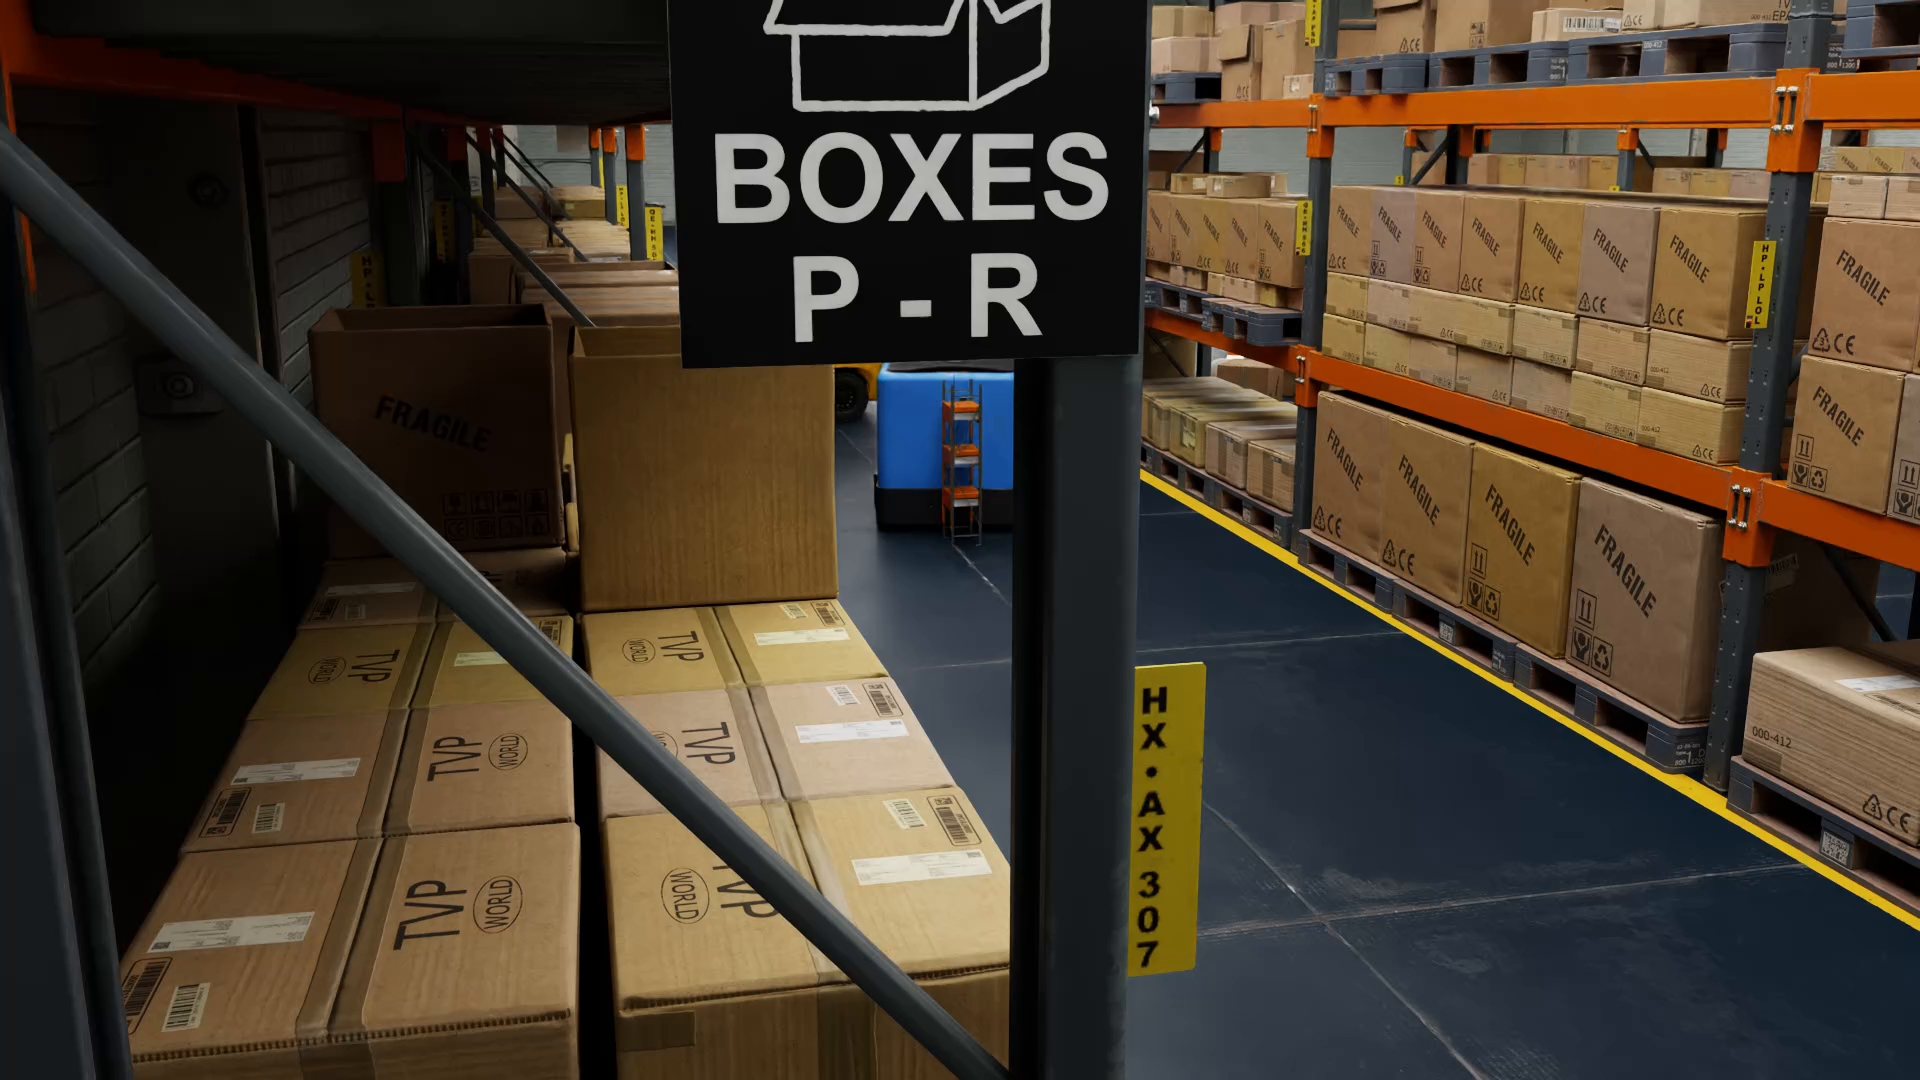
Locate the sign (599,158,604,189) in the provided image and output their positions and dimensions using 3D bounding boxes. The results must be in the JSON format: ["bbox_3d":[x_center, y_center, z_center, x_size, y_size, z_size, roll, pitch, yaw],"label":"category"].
[{"bbox_3d":[-3.565,-3.665,16.671,0.100,0.325,0.005,-3,14,-13],"label":"sign"}]

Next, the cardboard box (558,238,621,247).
[{"bbox_3d":[-2.316,-1.804,10.414,0.380,0.149,0.250,-3,14,-13],"label":"cardboard box"}]

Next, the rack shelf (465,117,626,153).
[{"bbox_3d":[-2.686,-2.684,10.790,1.077,0.370,4.000,-3,14,-13],"label":"rack shelf"}]

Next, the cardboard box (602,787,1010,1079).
[{"bbox_3d":[-0.183,0.539,2.090,0.500,0.250,0.500,-3,14,-13],"label":"cardboard box"}]

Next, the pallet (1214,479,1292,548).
[{"bbox_3d":[2.425,-0.219,11.377,1.003,0.211,1.213,-3,14,-13],"label":"pallet"}]

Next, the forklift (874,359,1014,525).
[{"bbox_3d":[-0.015,-1.817,12.188,1.130,2.935,3.031,0,14,1],"label":"forklift"}]

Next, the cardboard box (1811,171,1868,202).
[{"bbox_3d":[6.936,-2.683,13.272,0.700,0.500,0.500,-3,14,-14],"label":"cardboard box"}]

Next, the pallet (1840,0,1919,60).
[{"bbox_3d":[3.729,-1.695,5.410,1.003,0.211,1.213,-3,14,-13],"label":"pallet"}]

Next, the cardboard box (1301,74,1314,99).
[{"bbox_3d":[2.329,-2.789,10.231,0.380,0.149,0.250,-3,14,-13],"label":"cardboard box"}]

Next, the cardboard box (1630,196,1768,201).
[{"bbox_3d":[3.461,-1.354,7.830,0.500,0.500,0.500,-4,14,-15],"label":"cardboard box"}]

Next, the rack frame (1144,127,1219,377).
[{"bbox_3d":[1.668,-2.316,14.085,1.000,3.000,0.127,-3,14,-13],"label":"rack frame"}]

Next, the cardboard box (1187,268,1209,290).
[{"bbox_3d":[1.861,-1.890,11.989,0.380,0.149,0.250,-4,14,-15],"label":"cardboard box"}]

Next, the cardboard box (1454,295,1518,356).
[{"bbox_3d":[2.818,-1.079,8.288,0.500,0.250,0.500,-3,14,-12],"label":"cardboard box"}]

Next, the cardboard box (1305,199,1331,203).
[{"bbox_3d":[2.597,-2.026,11.179,0.500,0.500,0.500,-3,14,-10],"label":"cardboard box"}]

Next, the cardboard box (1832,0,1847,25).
[{"bbox_3d":[3.769,-2.201,6.693,0.396,0.266,0.258,-3,14,-14],"label":"cardboard box"}]

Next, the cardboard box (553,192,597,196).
[{"bbox_3d":[-3.322,-2.929,14.392,0.380,0.149,0.250,-3,14,-13],"label":"cardboard box"}]

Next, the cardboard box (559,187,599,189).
[{"bbox_3d":[-3.631,-3.284,15.845,0.380,0.149,0.250,-3,14,-12],"label":"cardboard box"}]

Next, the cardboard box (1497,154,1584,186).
[{"bbox_3d":[6.035,-3.674,17.053,0.875,0.550,0.500,-3,14,-13],"label":"cardboard box"}]

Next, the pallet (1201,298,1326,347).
[{"bbox_3d":[2.336,-1.458,10.979,1.213,0.211,1.003,-3,14,-13],"label":"pallet"}]

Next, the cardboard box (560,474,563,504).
[{"bbox_3d":[-1.299,-0.020,4.376,0.500,0.250,0.500,-3,14,-14],"label":"cardboard box"}]

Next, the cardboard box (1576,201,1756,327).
[{"bbox_3d":[3.069,-1.212,7.252,0.500,0.500,0.500,-3,14,-12],"label":"cardboard box"}]

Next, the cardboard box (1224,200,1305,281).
[{"bbox_3d":[2.098,-1.998,11.062,0.500,0.500,0.500,-4,14,-14],"label":"cardboard box"}]

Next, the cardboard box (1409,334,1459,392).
[{"bbox_3d":[2.733,-0.954,8.829,0.500,0.250,0.500,-3,14,-11],"label":"cardboard box"}]

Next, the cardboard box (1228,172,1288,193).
[{"bbox_3d":[2.257,-2.714,12.625,0.380,0.149,0.250,-4,14,-16],"label":"cardboard box"}]

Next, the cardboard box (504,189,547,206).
[{"bbox_3d":[-3.990,-3.140,15.255,0.380,0.149,0.250,-3,14,-11],"label":"cardboard box"}]

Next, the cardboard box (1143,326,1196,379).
[{"bbox_3d":[1.792,-1.699,14.891,0.500,0.500,0.500,-3,14,-11],"label":"cardboard box"}]

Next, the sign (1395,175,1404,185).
[{"bbox_3d":[4.975,-3.967,18.854,0.100,0.325,0.005,-3,14,-13],"label":"sign"}]

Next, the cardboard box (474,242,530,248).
[{"bbox_3d":[-2.787,-1.713,10.040,0.380,0.149,0.250,-4,14,-14],"label":"cardboard box"}]

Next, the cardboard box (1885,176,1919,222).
[{"bbox_3d":[3.444,-1.174,5.728,0.380,0.149,0.250,-3,14,-12],"label":"cardboard box"}]

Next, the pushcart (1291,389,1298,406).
[{"bbox_3d":[3.872,-1.180,14.963,1.648,0.377,0.936,-9,16,-33],"label":"pushcart"}]

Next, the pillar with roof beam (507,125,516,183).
[{"bbox_3d":[-6.260,-11.441,38.795,9.100,9.000,0.400,-3,14,-13],"label":"pillar with roof beam"}]

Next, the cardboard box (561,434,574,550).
[{"bbox_3d":[-0.921,-0.160,4.952,0.500,0.250,0.500,-3,14,-12],"label":"cardboard box"}]

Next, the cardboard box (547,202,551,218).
[{"bbox_3d":[-4.148,-3.178,16.039,0.380,0.149,0.250,-3,14,-13],"label":"cardboard box"}]

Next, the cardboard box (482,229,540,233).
[{"bbox_3d":[-3.098,-2.070,11.501,0.380,0.149,0.250,-3,14,-13],"label":"cardboard box"}]

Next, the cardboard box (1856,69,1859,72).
[{"bbox_3d":[6.715,-3.836,12.681,0.500,0.500,0.500,-3,14,-13],"label":"cardboard box"}]

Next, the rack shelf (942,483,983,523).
[{"bbox_3d":[0.013,-0.217,10.820,0.215,0.259,0.240,-3,14,-13],"label":"rack shelf"}]

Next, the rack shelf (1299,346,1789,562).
[{"bbox_3d":[3.077,-0.582,8.505,1.077,0.370,4.000,-3,14,-13],"label":"rack shelf"}]

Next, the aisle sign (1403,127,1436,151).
[{"bbox_3d":[5.208,-4.800,18.777,0.394,0.787,0.004,-3,14,-13],"label":"aisle sign"}]

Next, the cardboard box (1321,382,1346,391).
[{"bbox_3d":[3.391,-1.575,14.726,0.500,0.500,0.500,-3,14,-13],"label":"cardboard box"}]

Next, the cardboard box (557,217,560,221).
[{"bbox_3d":[-3.126,-2.608,13.705,0.380,0.149,0.250,-3,14,-13],"label":"cardboard box"}]

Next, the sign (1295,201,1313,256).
[{"bbox_3d":[2.082,-1.884,10.047,0.100,0.325,0.005,-3,14,-13],"label":"sign"}]

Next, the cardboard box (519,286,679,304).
[{"bbox_3d":[-1.295,-0.689,6.330,0.700,0.500,0.500,-3,14,-13],"label":"cardboard box"}]

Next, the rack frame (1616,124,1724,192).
[{"bbox_3d":[6.456,-2.615,15.310,1.000,3.000,0.127,-3,14,-13],"label":"rack frame"}]

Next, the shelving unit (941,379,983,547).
[{"bbox_3d":[0.013,-0.498,10.752,0.215,1.050,0.252,-3,14,-13],"label":"shelving unit"}]

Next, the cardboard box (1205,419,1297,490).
[{"bbox_3d":[2.303,-0.621,11.801,0.950,0.372,0.625,-4,14,-14],"label":"cardboard box"}]

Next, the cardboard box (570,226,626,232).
[{"bbox_3d":[-2.585,-2.164,11.887,0.380,0.149,0.250,-4,14,-15],"label":"cardboard box"}]

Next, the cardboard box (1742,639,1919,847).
[{"bbox_3d":[3.590,0.721,6.168,0.875,0.438,0.875,-3,14,-14],"label":"cardboard box"}]

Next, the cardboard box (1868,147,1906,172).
[{"bbox_3d":[10.455,-4.096,18.430,0.500,0.500,0.500,-3,14,-13],"label":"cardboard box"}]
